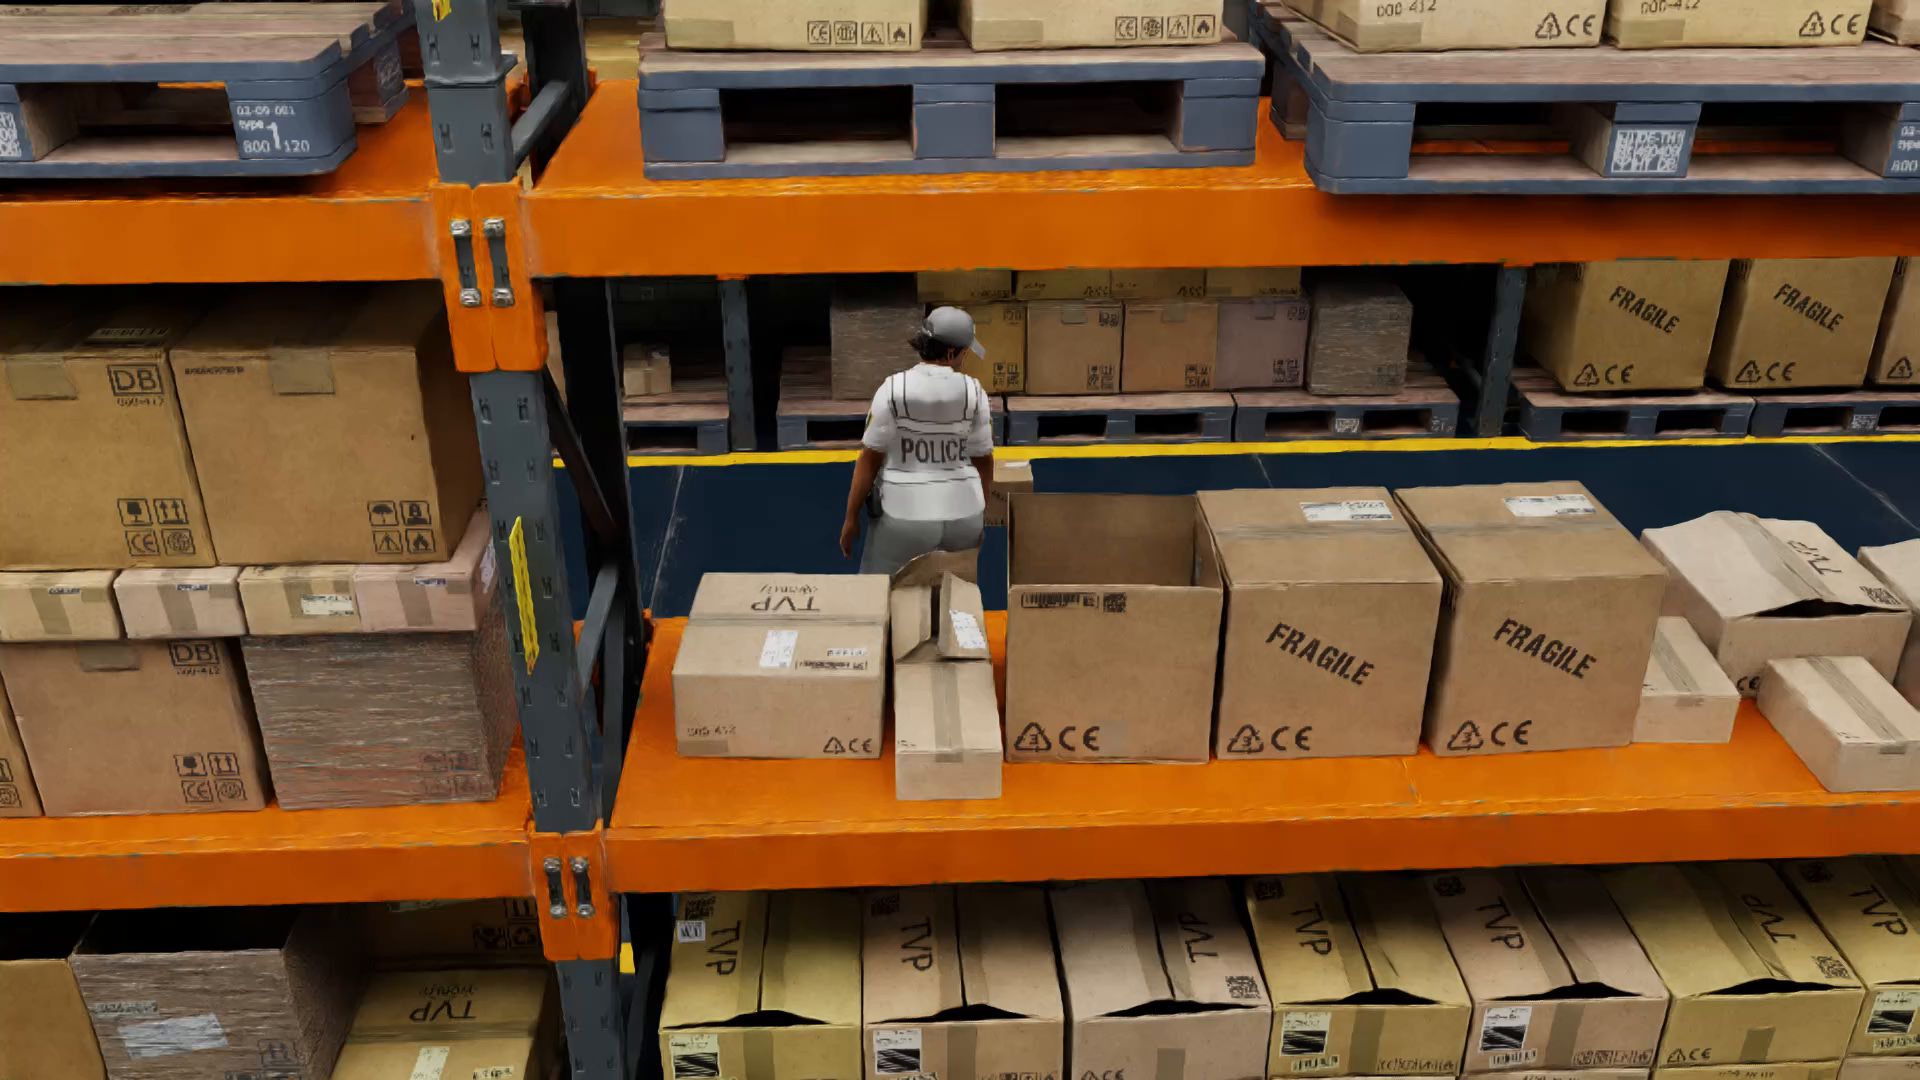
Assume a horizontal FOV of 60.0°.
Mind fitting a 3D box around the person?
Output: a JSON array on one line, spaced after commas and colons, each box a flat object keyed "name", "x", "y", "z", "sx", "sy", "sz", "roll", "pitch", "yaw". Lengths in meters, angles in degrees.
[{"name": "person", "x": -0.172, "y": -0.081, "z": 6.312, "sx": 0.645, "sy": 1.607, "sz": 0.517, "roll": -14, "pitch": 31, "yaw": -25}]
